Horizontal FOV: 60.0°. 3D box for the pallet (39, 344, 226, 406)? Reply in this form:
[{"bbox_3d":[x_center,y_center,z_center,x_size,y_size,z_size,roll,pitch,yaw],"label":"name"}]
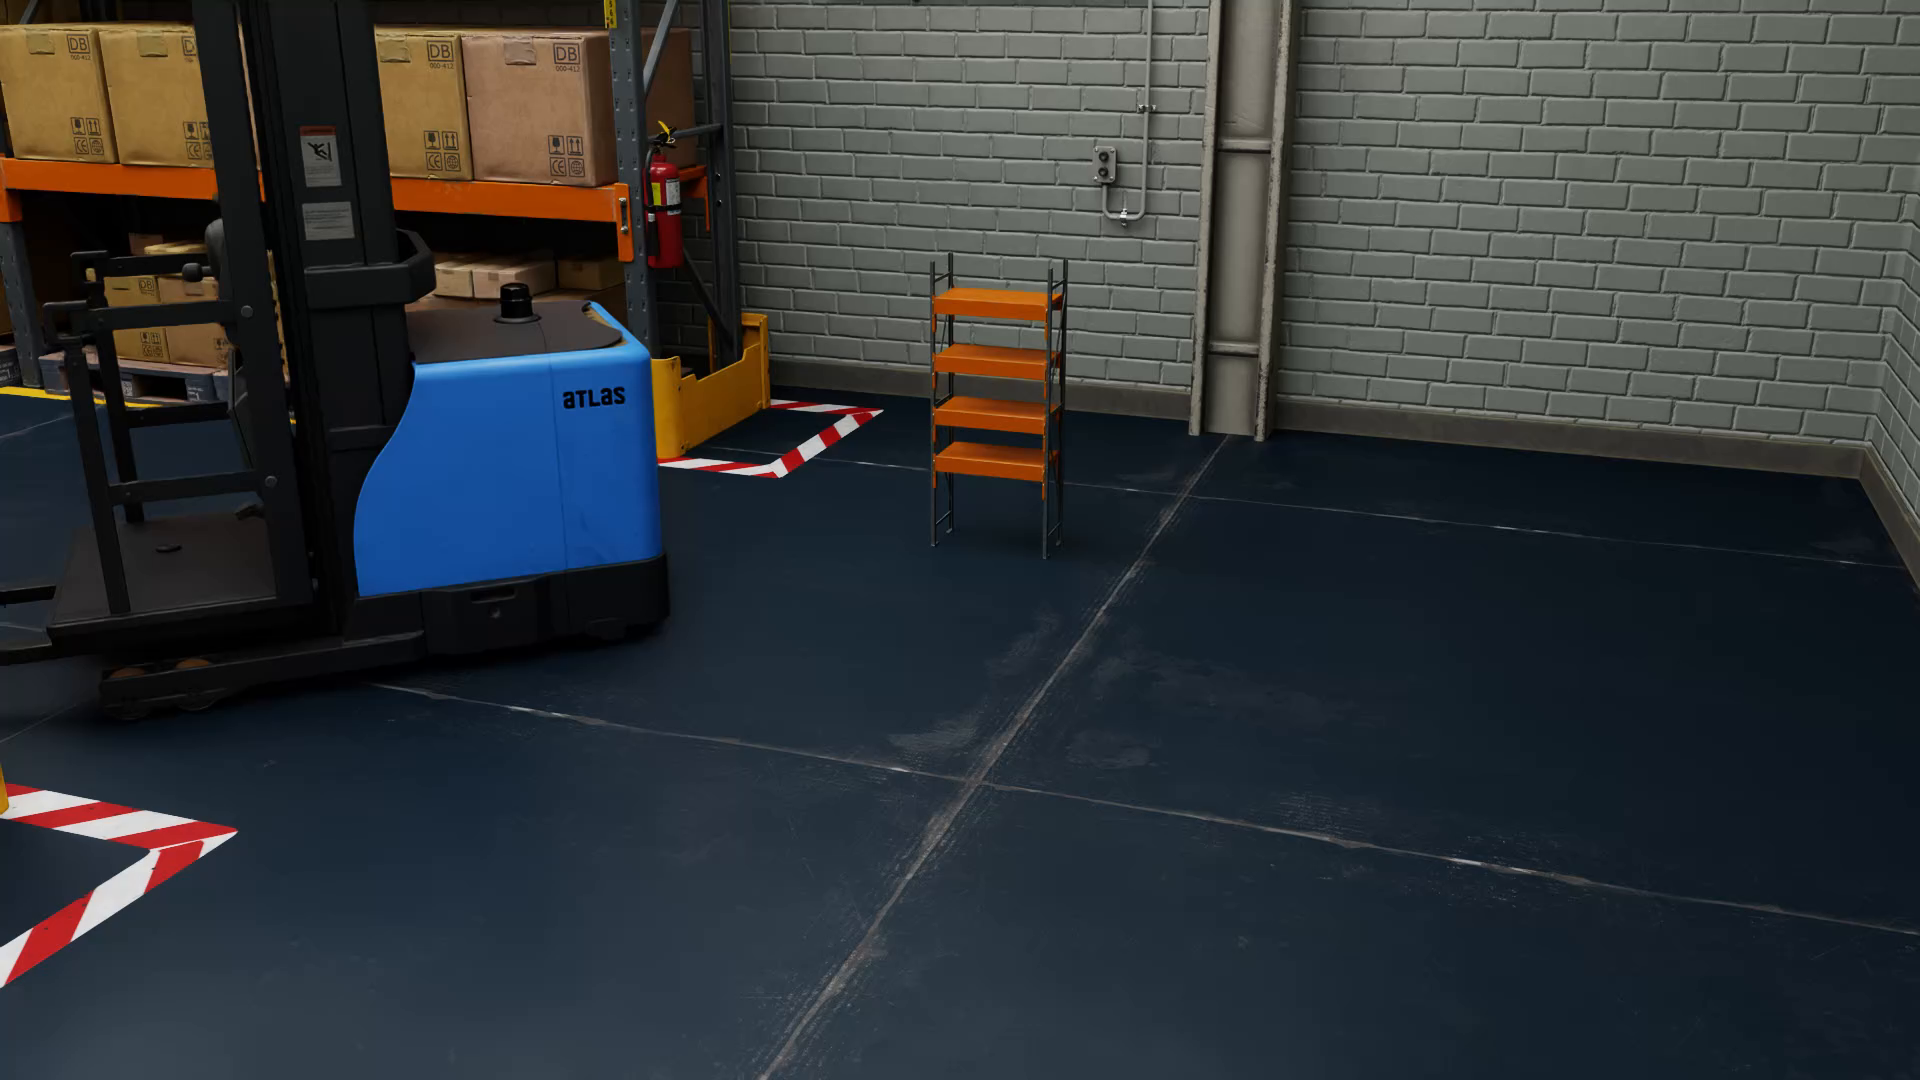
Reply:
[{"bbox_3d":[-4.494,-1.022,9.688,1.213,0.211,1.003,7,20,18],"label":"pallet"}]

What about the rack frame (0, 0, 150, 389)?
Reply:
[{"bbox_3d":[-5.186,-2.445,9.534,0.127,3.000,1.000,7,20,18],"label":"rack frame"}]

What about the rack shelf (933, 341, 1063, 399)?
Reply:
[{"bbox_3d":[0.156,-0.696,6.776,0.480,0.148,0.258,7,20,18],"label":"rack shelf"}]

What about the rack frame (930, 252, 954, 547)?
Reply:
[{"bbox_3d":[-0.074,-0.575,6.903,0.015,1.200,0.240,7,20,18],"label":"rack frame"}]

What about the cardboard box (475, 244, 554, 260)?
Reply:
[{"bbox_3d":[-2.397,-1.485,8.954,0.250,0.149,0.380,7,20,18],"label":"cardboard box"}]

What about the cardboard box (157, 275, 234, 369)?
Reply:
[{"bbox_3d":[-4.040,-1.295,9.395,0.500,0.500,0.700,6,20,18],"label":"cardboard box"}]

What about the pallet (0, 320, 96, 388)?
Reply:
[{"bbox_3d":[-5.940,-1.188,10.165,1.213,0.211,1.003,7,20,18],"label":"pallet"}]

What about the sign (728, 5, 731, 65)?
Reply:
[{"bbox_3d":[-1.220,-2.631,8.632,0.005,0.325,0.100,7,20,18],"label":"sign"}]

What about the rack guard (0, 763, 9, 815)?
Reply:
[{"bbox_3d":[-3.102,0.700,4.310,0.348,0.500,1.175,7,20,18],"label":"rack guard"}]

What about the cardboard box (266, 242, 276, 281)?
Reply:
[{"bbox_3d":[-3.757,-1.507,9.016,0.250,0.149,0.380,6,20,17],"label":"cardboard box"}]

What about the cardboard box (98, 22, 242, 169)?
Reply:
[{"bbox_3d":[-3.992,-2.443,9.071,0.700,0.700,0.980,6,20,17],"label":"cardboard box"}]

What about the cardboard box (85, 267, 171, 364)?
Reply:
[{"bbox_3d":[-4.514,-1.351,9.553,0.500,0.500,0.700,7,20,19],"label":"cardboard box"}]

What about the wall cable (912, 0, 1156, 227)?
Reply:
[{"bbox_3d":[0.112,-2.649,8.574,1.851,1.984,0.084,7,20,18],"label":"wall cable"}]

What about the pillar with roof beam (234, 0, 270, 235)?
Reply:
[{"bbox_3d":[-5.654,-4.133,5.261,0.400,9.000,9.100,7,20,18],"label":"pillar with roof beam"}]

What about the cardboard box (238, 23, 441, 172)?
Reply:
[{"bbox_3d":[-3.301,-2.367,8.854,0.700,0.700,0.980,6,20,15],"label":"cardboard box"}]

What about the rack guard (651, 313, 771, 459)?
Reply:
[{"bbox_3d":[-1.385,-0.830,8.699,0.348,0.500,1.175,7,20,18],"label":"rack guard"}]

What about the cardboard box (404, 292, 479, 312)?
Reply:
[{"bbox_3d":[-2.575,-1.130,8.920,0.500,0.500,0.700,6,20,18],"label":"cardboard box"}]

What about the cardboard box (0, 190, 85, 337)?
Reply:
[{"bbox_3d":[-5.843,-1.658,9.904,0.750,0.750,0.750,7,20,19],"label":"cardboard box"}]

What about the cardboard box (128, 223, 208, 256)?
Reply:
[{"bbox_3d":[-4.585,-1.734,9.669,0.250,0.149,0.380,6,20,18],"label":"cardboard box"}]

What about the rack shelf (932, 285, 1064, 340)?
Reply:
[{"bbox_3d":[0.156,-0.920,6.698,0.480,0.148,0.258,7,20,18],"label":"rack shelf"}]

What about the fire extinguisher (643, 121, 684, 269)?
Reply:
[{"bbox_3d":[-1.417,-1.641,7.910,0.183,0.674,0.296,7,20,18],"label":"fire extinguisher"}]

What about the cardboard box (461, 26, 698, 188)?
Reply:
[{"bbox_3d":[-1.893,-2.207,8.394,0.700,0.700,0.980,7,21,21],"label":"cardboard box"}]

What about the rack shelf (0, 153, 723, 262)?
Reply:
[{"bbox_3d":[-3.297,-1.890,9.033,4.000,0.370,1.077,7,20,18],"label":"rack shelf"}]

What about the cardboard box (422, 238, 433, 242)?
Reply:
[{"bbox_3d":[-3.116,-1.567,9.189,0.250,0.149,0.380,7,20,19],"label":"cardboard box"}]

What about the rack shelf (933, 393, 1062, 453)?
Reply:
[{"bbox_3d":[0.156,-0.485,6.850,0.480,0.148,0.258,7,20,18],"label":"rack shelf"}]

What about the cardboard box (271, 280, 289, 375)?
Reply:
[{"bbox_3d":[-3.556,-1.239,9.234,0.500,0.500,0.700,7,20,19],"label":"cardboard box"}]

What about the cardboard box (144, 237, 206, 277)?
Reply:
[{"bbox_3d":[-4.250,-1.563,9.178,0.250,0.149,0.380,7,20,20],"label":"cardboard box"}]

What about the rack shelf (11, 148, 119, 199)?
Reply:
[{"bbox_3d":[-7.076,-2.322,10.272,4.000,0.370,1.077,7,20,18],"label":"rack shelf"}]

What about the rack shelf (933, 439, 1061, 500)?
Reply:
[{"bbox_3d":[0.156,-0.298,6.915,0.480,0.148,0.258,7,20,18],"label":"rack shelf"}]

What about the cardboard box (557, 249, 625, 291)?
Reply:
[{"bbox_3d":[-1.918,-1.431,8.798,0.250,0.149,0.380,7,20,18],"label":"cardboard box"}]

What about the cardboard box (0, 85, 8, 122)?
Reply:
[{"bbox_3d":[-5.705,-2.614,9.384,0.500,0.500,0.500,6,20,17],"label":"cardboard box"}]

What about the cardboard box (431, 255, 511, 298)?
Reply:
[{"bbox_3d":[-2.525,-1.367,8.614,0.250,0.149,0.380,7,20,20],"label":"cardboard box"}]

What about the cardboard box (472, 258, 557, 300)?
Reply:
[{"bbox_3d":[-2.283,-1.339,8.535,0.250,0.149,0.380,6,20,17],"label":"cardboard box"}]

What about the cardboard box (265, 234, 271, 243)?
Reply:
[{"bbox_3d":[-3.838,-1.650,9.426,0.250,0.149,0.380,6,20,16],"label":"cardboard box"}]

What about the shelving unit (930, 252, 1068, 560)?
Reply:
[{"bbox_3d":[0.156,-0.549,6.827,0.503,1.200,0.258,7,20,18],"label":"shelving unit"}]

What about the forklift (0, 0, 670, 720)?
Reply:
[{"bbox_3d":[-2.629,-0.996,5.481,3.031,2.935,1.130,-8,21,-21],"label":"forklift"}]

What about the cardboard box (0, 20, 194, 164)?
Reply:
[{"bbox_3d":[-4.679,-2.523,9.302,0.700,0.700,0.980,7,20,19],"label":"cardboard box"}]

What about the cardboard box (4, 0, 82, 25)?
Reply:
[{"bbox_3d":[-5.535,-3.127,9.717,0.500,0.250,0.500,7,20,20],"label":"cardboard box"}]

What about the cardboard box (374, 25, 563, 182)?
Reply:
[{"bbox_3d":[-2.584,-2.282,8.610,0.700,0.700,0.980,6,20,18],"label":"cardboard box"}]

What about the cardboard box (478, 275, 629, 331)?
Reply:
[{"bbox_3d":[-2.102,-1.076,8.765,0.500,0.500,0.700,7,20,18],"label":"cardboard box"}]

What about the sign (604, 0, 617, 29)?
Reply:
[{"bbox_3d":[-1.599,-2.505,7.585,0.005,0.325,0.100,7,20,18],"label":"sign"}]

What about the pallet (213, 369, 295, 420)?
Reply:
[{"bbox_3d":[-3.337,-0.891,9.311,1.213,0.211,1.003,7,20,18],"label":"pallet"}]

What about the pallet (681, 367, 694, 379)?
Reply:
[{"bbox_3d":[-2.189,-0.758,8.932,1.213,0.211,1.003,7,20,18],"label":"pallet"}]

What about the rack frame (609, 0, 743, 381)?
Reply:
[{"bbox_3d":[-1.408,-2.013,8.295,0.127,3.000,1.000,7,20,18],"label":"rack frame"}]

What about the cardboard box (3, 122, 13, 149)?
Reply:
[{"bbox_3d":[-5.599,-2.285,9.424,0.250,0.149,0.380,7,20,19],"label":"cardboard box"}]

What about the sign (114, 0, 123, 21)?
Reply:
[{"bbox_3d":[-5.006,-3.064,9.874,0.005,0.325,0.100,7,20,18],"label":"sign"}]

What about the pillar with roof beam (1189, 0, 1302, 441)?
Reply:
[{"bbox_3d":[0.014,-3.485,3.402,0.400,9.000,9.100,7,20,18],"label":"pillar with roof beam"}]

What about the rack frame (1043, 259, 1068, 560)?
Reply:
[{"bbox_3d":[0.387,-0.522,6.752,0.015,1.200,0.240,7,20,18],"label":"rack frame"}]

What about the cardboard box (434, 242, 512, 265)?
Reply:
[{"bbox_3d":[-2.633,-1.512,9.032,0.250,0.149,0.380,7,20,19],"label":"cardboard box"}]

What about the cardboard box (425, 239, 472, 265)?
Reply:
[{"bbox_3d":[-2.874,-1.540,9.110,0.250,0.149,0.380,7,20,19],"label":"cardboard box"}]

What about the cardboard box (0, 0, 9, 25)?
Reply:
[{"bbox_3d":[-5.712,-2.967,9.259,0.500,0.250,0.500,7,20,19],"label":"cardboard box"}]
